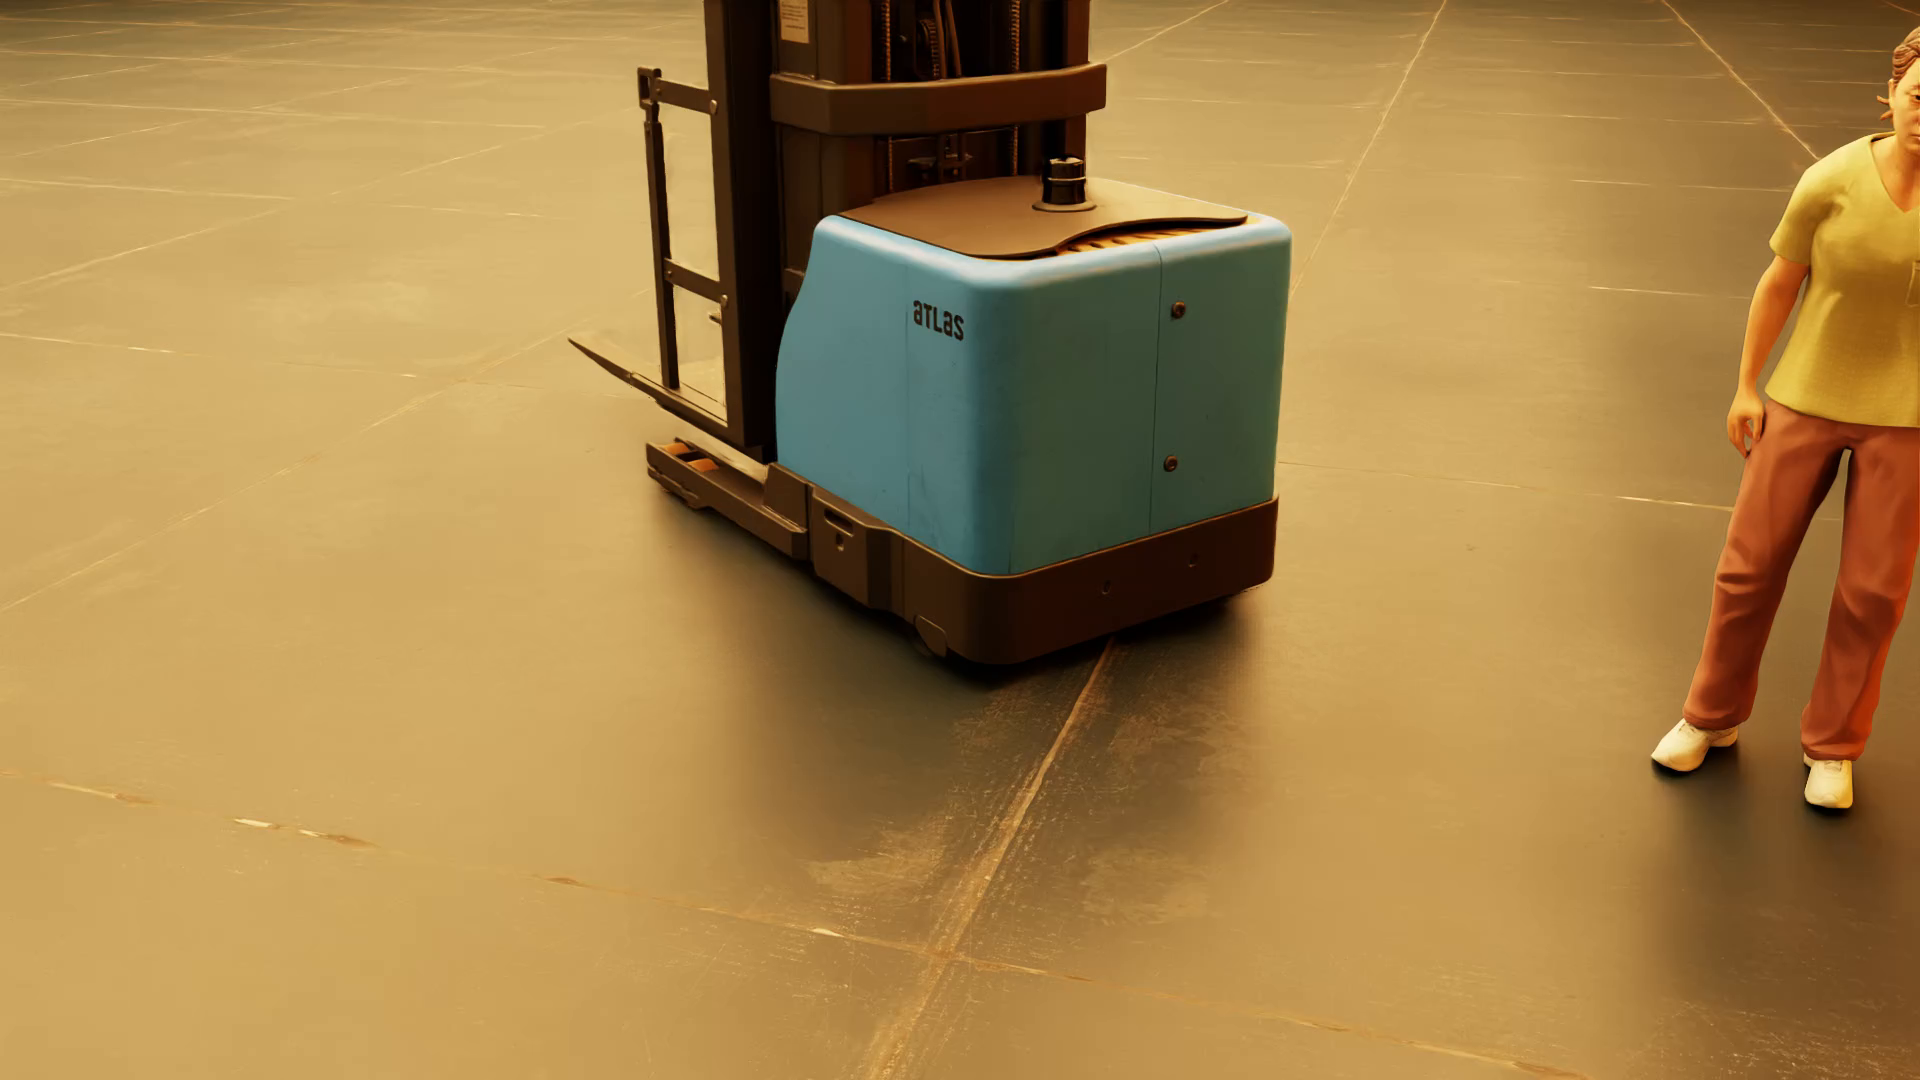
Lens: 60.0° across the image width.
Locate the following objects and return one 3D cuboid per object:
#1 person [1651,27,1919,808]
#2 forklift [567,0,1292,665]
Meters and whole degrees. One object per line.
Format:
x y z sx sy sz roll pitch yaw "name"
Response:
1.893 -0.245 3.525 0.512 1.671 0.359 13 26 29 "person"
-0.378 -1.545 5.022 1.130 2.935 3.031 -15 27 -32 "forklift"
